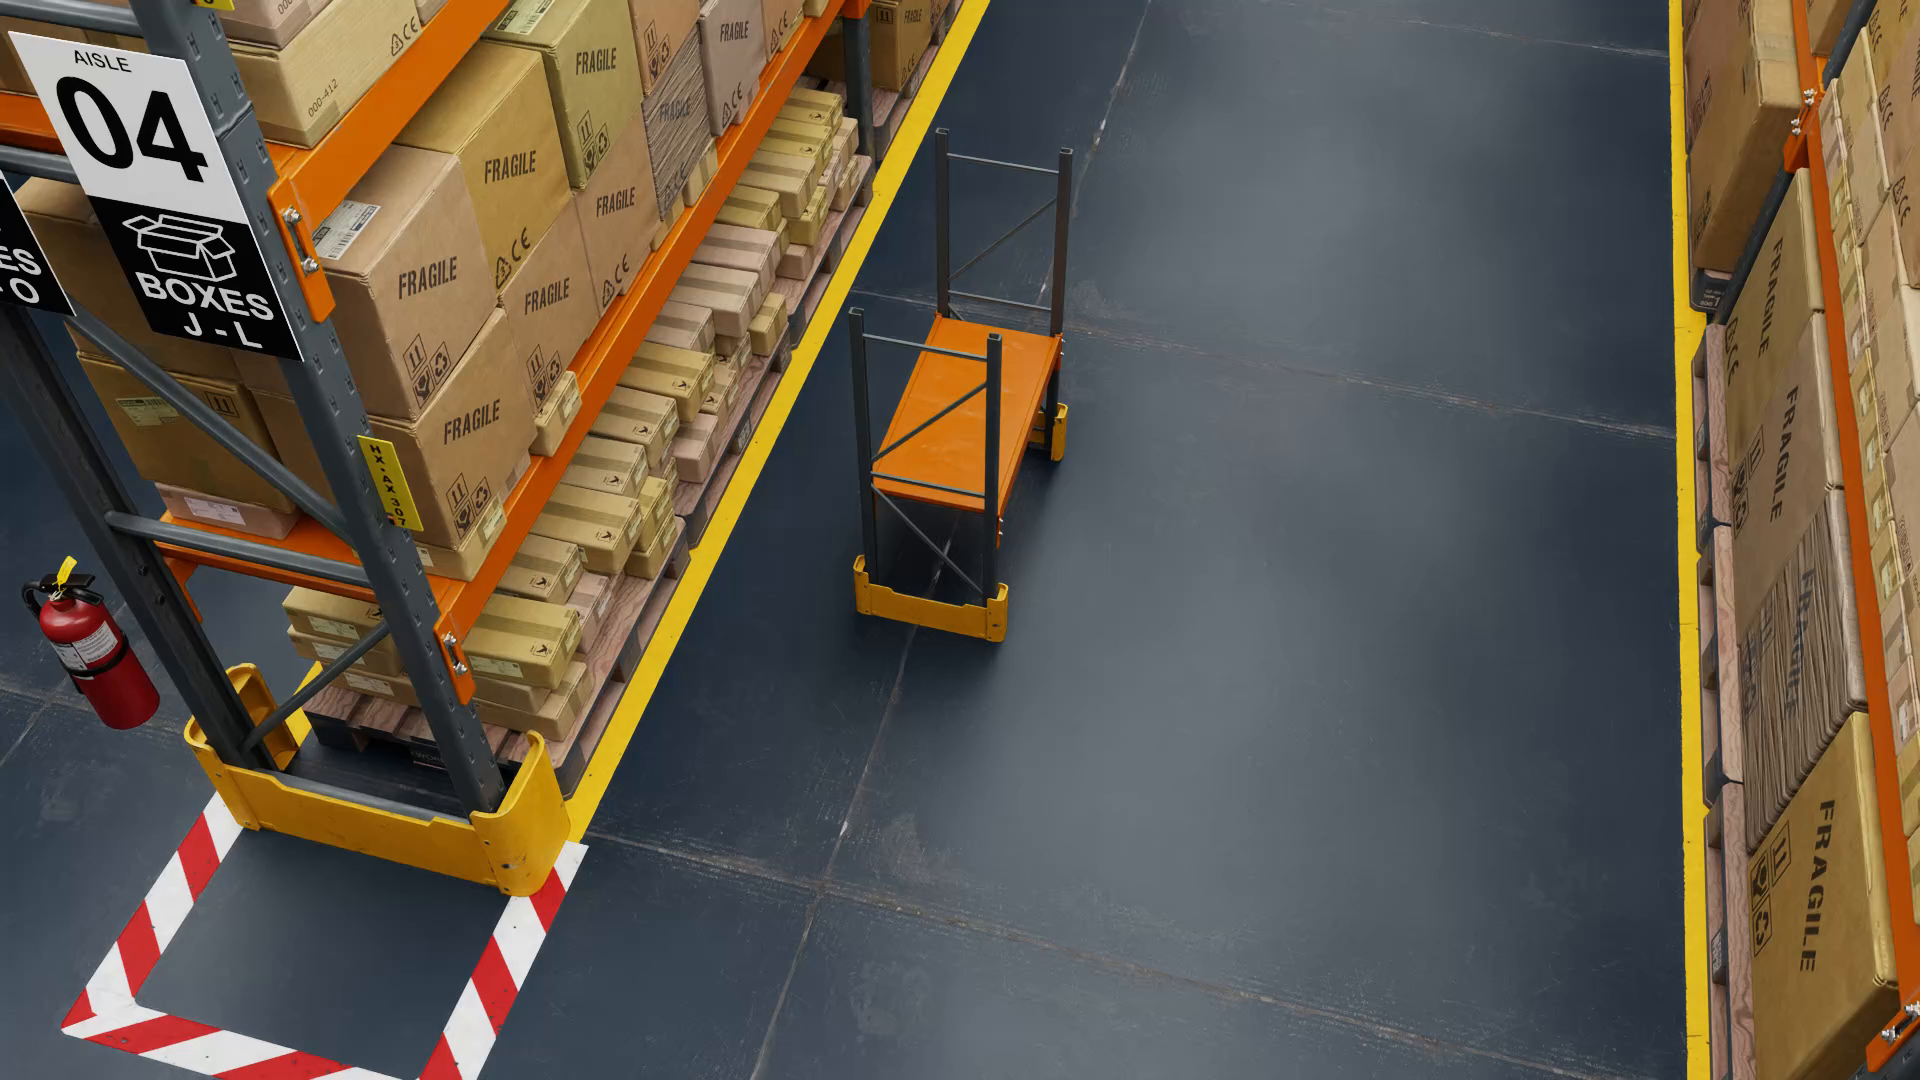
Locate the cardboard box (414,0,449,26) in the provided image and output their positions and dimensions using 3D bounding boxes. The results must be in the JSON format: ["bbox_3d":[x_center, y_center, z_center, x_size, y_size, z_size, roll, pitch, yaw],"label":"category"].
[{"bbox_3d":[-1.461,-1.558,4.143,0.500,0.250,0.500,13,50,11],"label":"cardboard box"}]

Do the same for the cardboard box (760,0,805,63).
[{"bbox_3d":[-0.908,-2.205,6.349,0.500,0.500,0.500,10,49,9],"label":"cardboard box"}]

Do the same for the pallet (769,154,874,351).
[{"bbox_3d":[-1.058,-1.439,7.798,1.003,0.211,1.213,12,50,10],"label":"pallet"}]

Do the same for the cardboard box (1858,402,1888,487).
[{"bbox_3d":[2.969,-0.254,5.060,0.380,0.149,0.250,12,50,11],"label":"cardboard box"}]

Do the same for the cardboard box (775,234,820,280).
[{"bbox_3d":[-0.846,-1.324,7.458,0.380,0.149,0.250,10,49,9],"label":"cardboard box"}]

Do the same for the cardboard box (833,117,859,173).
[{"bbox_3d":[-0.692,-1.858,7.731,0.380,0.149,0.250,12,50,11],"label":"cardboard box"}]

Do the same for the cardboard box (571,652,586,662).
[{"bbox_3d":[-1.532,0.322,6.005,0.380,0.149,0.250,11,50,10],"label":"cardboard box"}]

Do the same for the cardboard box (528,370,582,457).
[{"bbox_3d":[-1.417,-0.424,5.210,0.380,0.149,0.250,10,49,9],"label":"cardboard box"}]

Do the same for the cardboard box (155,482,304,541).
[{"bbox_3d":[-2.155,-0.170,4.985,0.380,0.149,0.250,12,50,10],"label":"cardboard box"}]

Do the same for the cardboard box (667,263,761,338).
[{"bbox_3d":[-1.030,-0.980,6.758,0.380,0.149,0.250,10,49,9],"label":"cardboard box"}]

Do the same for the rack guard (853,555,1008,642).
[{"bbox_3d":[-0.111,0.222,6.306,0.587,0.250,0.087,12,50,10],"label":"rack guard"}]

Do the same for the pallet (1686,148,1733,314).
[{"bbox_3d":[3.973,-1.453,7.810,1.003,0.211,1.213,12,50,10],"label":"pallet"}]

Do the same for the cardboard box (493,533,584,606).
[{"bbox_3d":[-1.546,0.111,5.795,0.380,0.149,0.250,12,50,11],"label":"cardboard box"}]

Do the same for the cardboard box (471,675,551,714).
[{"bbox_3d":[-1.583,0.416,5.724,0.380,0.149,0.250,13,50,12],"label":"cardboard box"}]

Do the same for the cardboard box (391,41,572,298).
[{"bbox_3d":[-1.467,-1.062,4.674,0.500,0.500,0.500,13,50,11],"label":"cardboard box"}]

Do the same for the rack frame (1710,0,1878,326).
[{"bbox_3d":[3.843,-1.803,6.259,1.000,3.000,0.127,12,50,10],"label":"rack frame"}]

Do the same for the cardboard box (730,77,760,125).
[{"bbox_3d":[-0.990,-1.745,6.376,0.380,0.149,0.250,10,49,8],"label":"cardboard box"}]

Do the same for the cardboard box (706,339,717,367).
[{"bbox_3d":[-1.215,-0.738,6.742,0.380,0.149,0.250,14,50,12],"label":"cardboard box"}]

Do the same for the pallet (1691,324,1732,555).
[{"bbox_3d":[3.567,-0.345,6.833,1.003,0.211,1.213,12,50,10],"label":"pallet"}]

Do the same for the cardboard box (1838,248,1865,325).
[{"bbox_3d":[3.172,-0.815,5.555,0.380,0.149,0.250,11,49,10],"label":"cardboard box"}]

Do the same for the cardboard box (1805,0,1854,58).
[{"bbox_3d":[3.703,-2.228,6.568,0.500,0.500,0.500,12,50,10],"label":"cardboard box"}]

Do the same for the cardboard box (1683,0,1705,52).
[{"bbox_3d":[4.452,-2.993,8.447,1.225,0.875,0.875,12,50,10],"label":"cardboard box"}]

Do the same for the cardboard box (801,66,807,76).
[{"bbox_3d":[-0.964,-2.751,8.484,0.500,0.500,0.500,11,49,9],"label":"cardboard box"}]

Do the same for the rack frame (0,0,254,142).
[{"bbox_3d":[-1.968,-1.946,2.385,1.000,3.000,0.127,12,50,10],"label":"rack frame"}]

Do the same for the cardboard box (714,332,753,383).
[{"bbox_3d":[-1.096,-0.775,6.974,0.380,0.149,0.250,12,50,11],"label":"cardboard box"}]

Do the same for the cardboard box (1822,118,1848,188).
[{"bbox_3d":[3.375,-1.381,6.055,0.380,0.149,0.250,10,49,9],"label":"cardboard box"}]

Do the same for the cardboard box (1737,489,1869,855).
[{"bbox_3d":[3.121,0.518,5.348,0.875,0.875,0.875,12,50,10],"label":"cardboard box"}]

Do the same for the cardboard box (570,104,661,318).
[{"bbox_3d":[-1.326,-1.107,5.380,0.500,0.500,0.500,12,50,11],"label":"cardboard box"}]

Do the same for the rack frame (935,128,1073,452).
[{"bbox_3d":[0.156,-0.926,6.486,0.500,1.500,0.032,12,50,10],"label":"rack frame"}]

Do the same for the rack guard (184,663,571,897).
[{"bbox_3d":[-1.948,0.811,5.620,1.175,0.500,0.348,12,50,10],"label":"rack guard"}]

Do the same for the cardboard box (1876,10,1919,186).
[{"bbox_3d":[3.333,-1.449,5.348,0.500,0.500,0.500,12,50,10],"label":"cardboard box"}]

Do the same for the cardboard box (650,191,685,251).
[{"bbox_3d":[-1.205,-1.186,5.883,0.380,0.149,0.250,13,50,11],"label":"cardboard box"}]

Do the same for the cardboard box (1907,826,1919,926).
[{"bbox_3d":[2.566,0.851,4.084,0.380,0.149,0.250,12,50,11],"label":"cardboard box"}]

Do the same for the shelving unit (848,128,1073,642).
[{"bbox_3d":[0.020,-0.551,6.155,0.587,1.500,1.083,12,50,10],"label":"shelving unit"}]

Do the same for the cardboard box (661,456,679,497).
[{"bbox_3d":[-1.325,-0.226,6.489,0.380,0.149,0.250,12,50,10],"label":"cardboard box"}]

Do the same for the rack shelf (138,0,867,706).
[{"bbox_3d":[-1.442,-1.170,6.180,1.077,0.370,4.000,12,50,10],"label":"rack shelf"}]

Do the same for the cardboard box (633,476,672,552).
[{"bbox_3d":[-1.305,-0.129,6.205,0.380,0.149,0.250,13,50,11],"label":"cardboard box"}]

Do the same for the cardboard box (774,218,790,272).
[{"bbox_3d":[-0.965,-1.300,7.239,0.380,0.149,0.250,12,50,10],"label":"cardboard box"}]

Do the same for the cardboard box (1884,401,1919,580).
[{"bbox_3d":[2.929,-0.096,4.655,0.500,0.250,0.500,10,49,9],"label":"cardboard box"}]

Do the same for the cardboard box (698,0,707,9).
[{"bbox_3d":[-1.058,-2.181,5.661,0.500,0.500,0.500,13,50,11],"label":"cardboard box"}]

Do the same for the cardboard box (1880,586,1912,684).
[{"bbox_3d":[2.767,0.300,4.571,0.380,0.149,0.250,12,50,11],"label":"cardboard box"}]

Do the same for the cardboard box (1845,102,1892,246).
[{"bbox_3d":[3.331,-1.204,5.633,0.500,0.250,0.500,11,50,10],"label":"cardboard box"}]

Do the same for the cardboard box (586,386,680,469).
[{"bbox_3d":[-1.289,-0.440,6.281,0.380,0.149,0.250,13,50,12],"label":"cardboard box"}]

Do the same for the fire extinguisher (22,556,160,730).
[{"bbox_3d":[-2.480,0.279,4.722,0.296,0.674,0.183,12,50,10],"label":"fire extinguisher"}]

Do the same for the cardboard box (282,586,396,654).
[{"bbox_3d":[-2.073,0.213,5.704,0.380,0.149,0.250,12,50,10],"label":"cardboard box"}]

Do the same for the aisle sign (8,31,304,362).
[{"bbox_3d":[-1.698,-0.709,3.560,0.394,0.787,0.004,12,50,10],"label":"aisle sign"}]

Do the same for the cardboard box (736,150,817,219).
[{"bbox_3d":[-0.846,-1.564,7.273,0.380,0.149,0.250,11,50,10],"label":"cardboard box"}]
